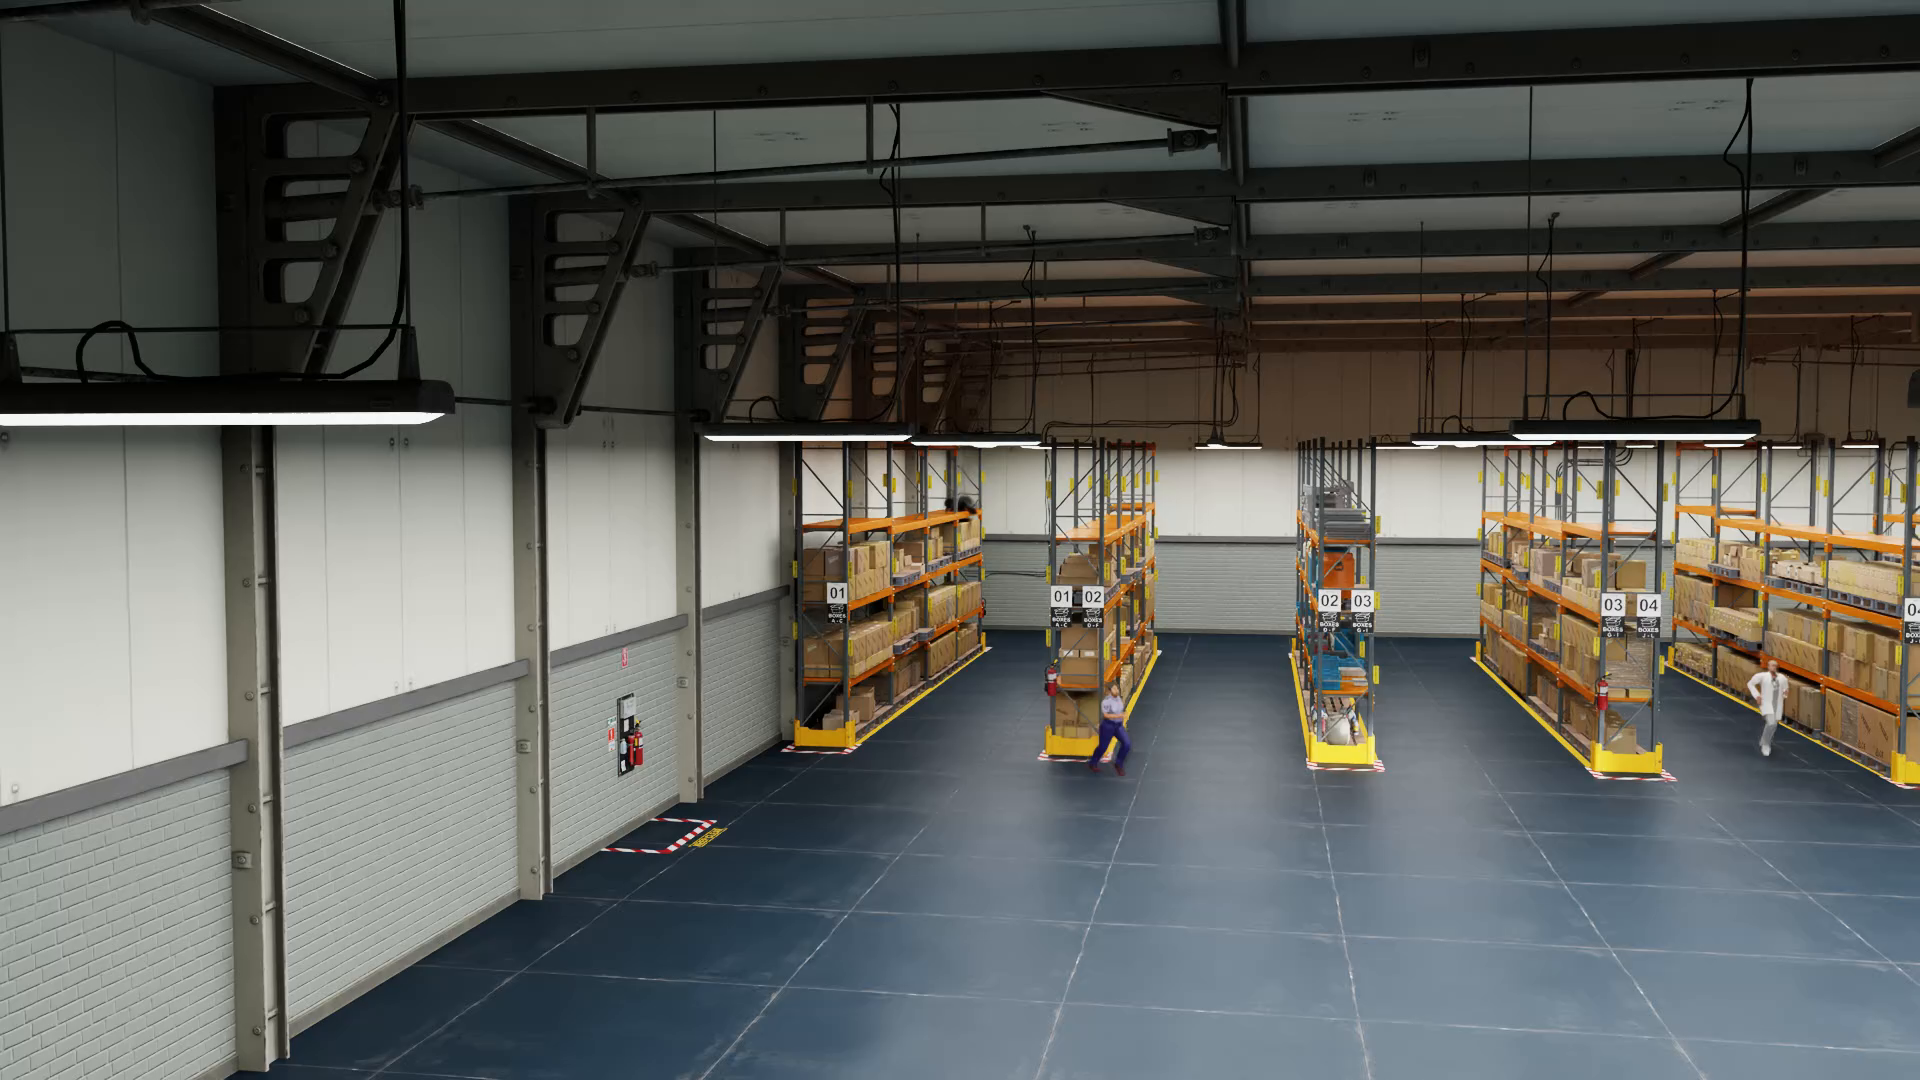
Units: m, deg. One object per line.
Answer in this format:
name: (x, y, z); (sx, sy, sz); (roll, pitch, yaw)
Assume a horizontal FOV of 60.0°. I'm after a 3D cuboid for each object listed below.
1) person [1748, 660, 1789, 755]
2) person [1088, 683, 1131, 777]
person: (15.369, 3.180, 31.502); (0.679, 1.816, 0.800); (0, 3, -2)
person: (2.688, 3.350, 29.411); (0.609, 1.668, 0.858); (-3, 4, -40)
